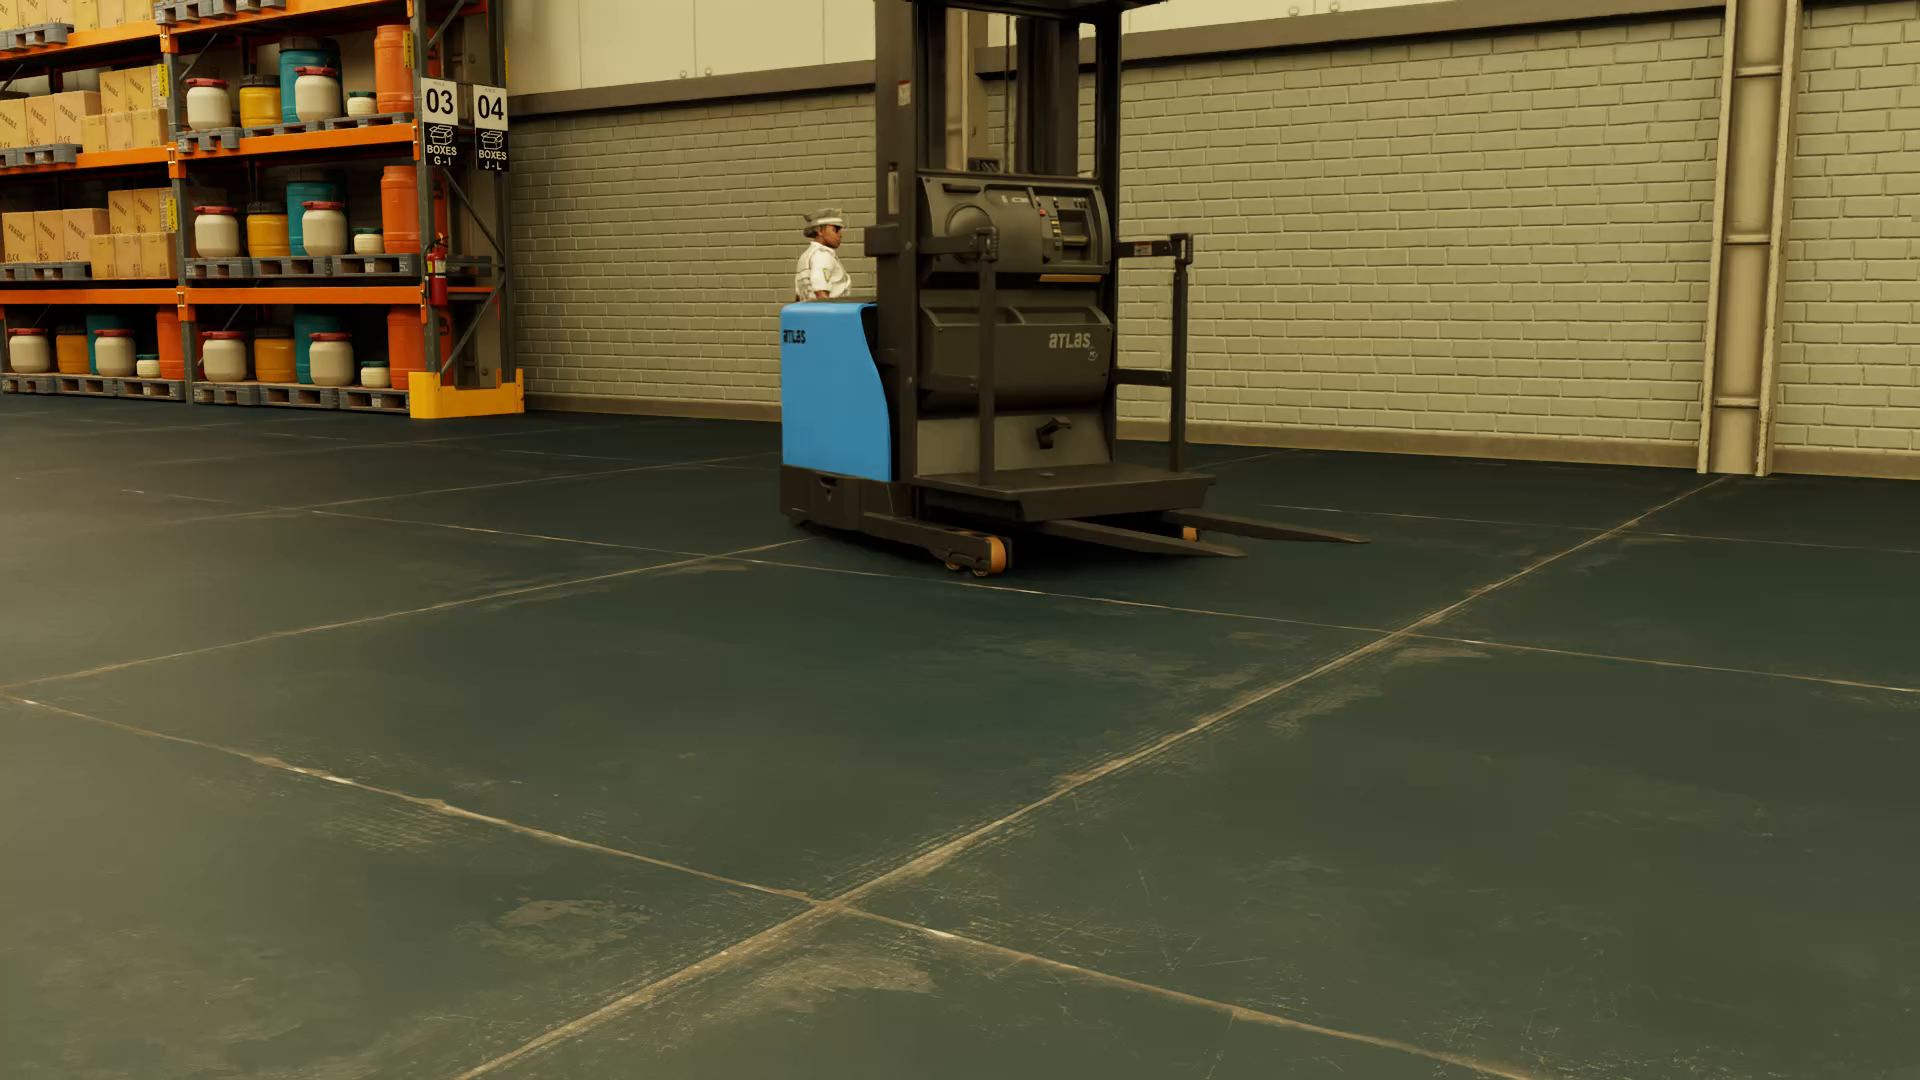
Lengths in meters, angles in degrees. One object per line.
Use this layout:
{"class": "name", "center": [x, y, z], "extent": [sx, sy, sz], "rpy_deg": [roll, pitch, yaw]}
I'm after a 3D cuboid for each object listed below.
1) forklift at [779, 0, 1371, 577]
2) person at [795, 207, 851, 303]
{"class": "forklift", "center": [0.367, -1.379, 6.890], "extent": [1.130, 2.935, 3.031], "rpy_deg": [-5, 10, -33]}
{"class": "person", "center": [-0.818, -1.250, 10.471], "extent": [0.405, 1.672, 0.591], "rpy_deg": [-4, 9, -25]}
